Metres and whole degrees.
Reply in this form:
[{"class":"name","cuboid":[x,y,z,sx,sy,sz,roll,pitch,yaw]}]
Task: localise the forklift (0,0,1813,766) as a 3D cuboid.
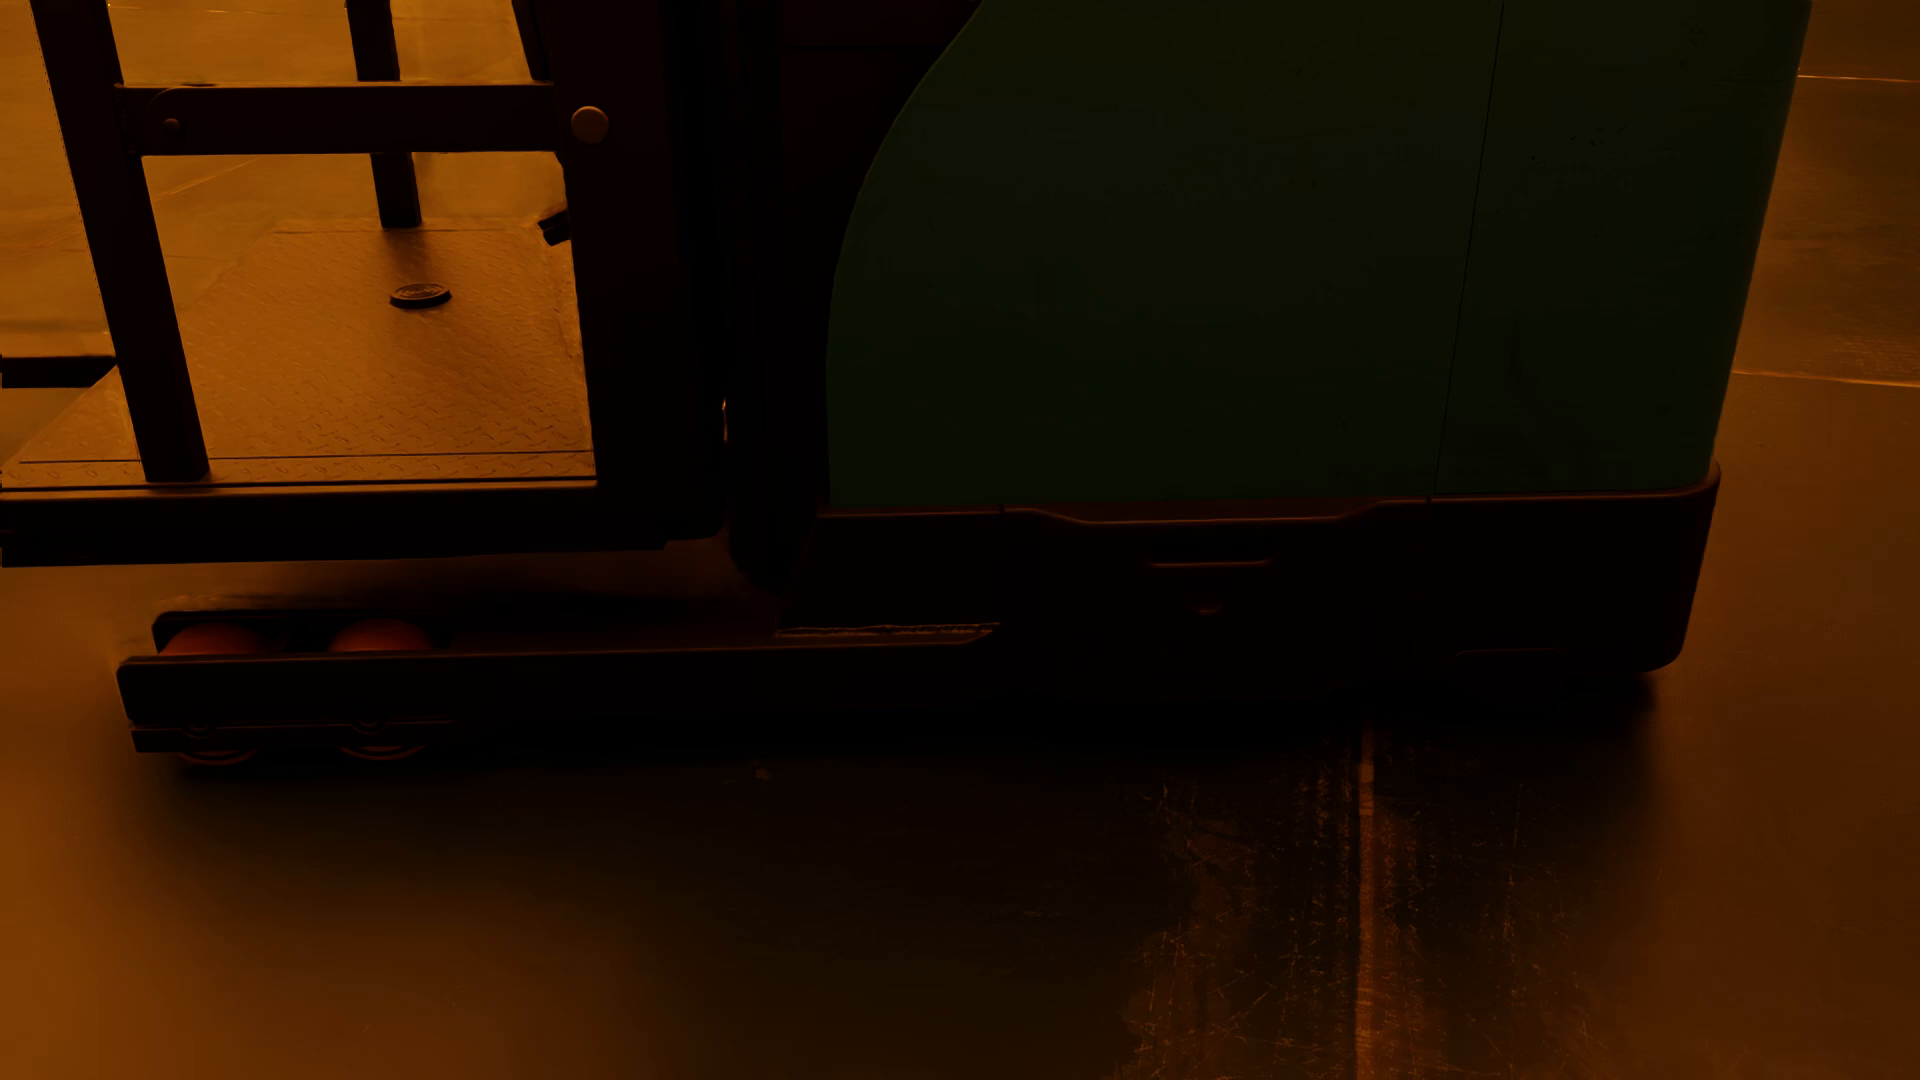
[{"class":"forklift","cuboid":[-0.624,-1.286,1.795,3.031,2.935,1.130,-1,27,-3]}]
